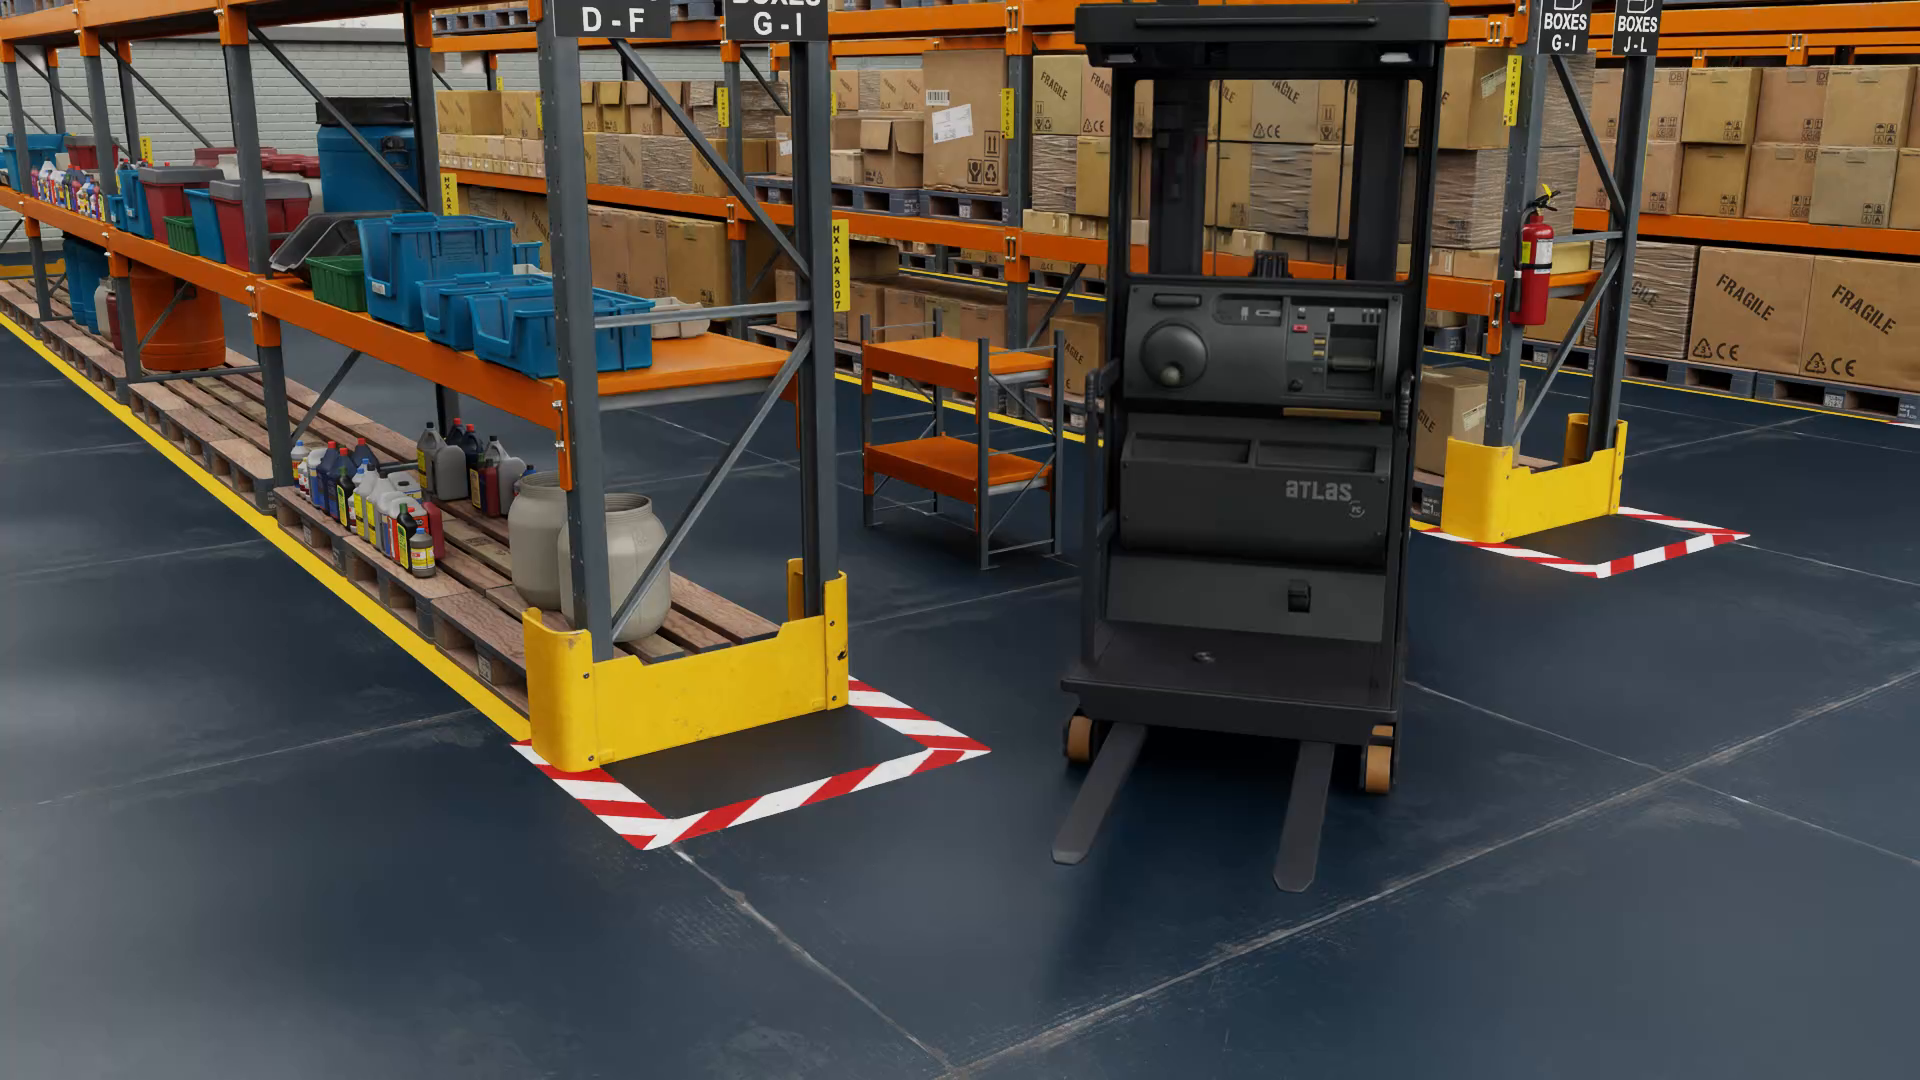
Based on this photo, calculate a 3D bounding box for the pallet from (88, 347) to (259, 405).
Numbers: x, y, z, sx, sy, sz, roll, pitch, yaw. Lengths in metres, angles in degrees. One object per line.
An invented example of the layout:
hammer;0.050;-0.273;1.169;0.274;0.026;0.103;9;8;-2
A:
pallet;-6.089;-1.290;12.888;1.003;0.211;1.213;-11;19;-35

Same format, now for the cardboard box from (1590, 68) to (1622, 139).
cardboard box;5.445;-3.545;13.518;0.875;0.550;0.550;-11;19;-35

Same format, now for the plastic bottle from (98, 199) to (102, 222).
plastic bottle;-6.228;-2.425;12.129;0.097;0.201;0.097;0;15;0

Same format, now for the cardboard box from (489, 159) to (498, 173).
cardboard box;-5.137;-4.263;18.946;0.380;0.149;0.250;-11;19;-35

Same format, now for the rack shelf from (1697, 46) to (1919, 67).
rack shelf;11.620;-6.224;21.314;1.077;0.370;4.000;-11;19;-35

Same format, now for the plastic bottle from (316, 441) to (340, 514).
plastic bottle;-3.101;-0.316;8.234;0.144;0.351;0.185;-10;18;-33

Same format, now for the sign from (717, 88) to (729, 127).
sign;-2.032;-3.713;14.267;0.100;0.325;0.005;-11;19;-35

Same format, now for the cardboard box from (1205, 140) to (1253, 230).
cardboard box;1.883;-2.157;10.022;0.875;0.500;0.500;-11;19;-35

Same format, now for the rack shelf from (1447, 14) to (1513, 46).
rack shelf;3.662;-4.663;15.610;1.077;0.370;4.000;-11;19;-35

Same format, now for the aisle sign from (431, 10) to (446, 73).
aisle sign;-6.574;-6.173;20.522;0.394;0.787;0.004;-11;19;-35

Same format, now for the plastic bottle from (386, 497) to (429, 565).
plastic bottle;-2.448;-0.045;7.385;0.152;0.276;0.135;-11;19;-34

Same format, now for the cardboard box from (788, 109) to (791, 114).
cardboard box;-2.177;-5.751;23.154;0.500;0.500;0.500;-10;18;-32

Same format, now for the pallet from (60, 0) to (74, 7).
pallet;-5.962;-4.007;12.210;1.003;0.211;1.213;-11;19;-35

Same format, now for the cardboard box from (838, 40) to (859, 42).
cardboard box;-1.246;-6.604;21.625;0.500;0.250;0.500;-11;19;-35

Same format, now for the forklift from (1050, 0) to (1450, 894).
forklift;0.981;-0.684;5.524;1.130;2.935;3.031;4;16;15

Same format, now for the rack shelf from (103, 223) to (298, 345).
rack shelf;-4.416;-1.699;10.463;1.077;0.370;4.000;-11;19;-35

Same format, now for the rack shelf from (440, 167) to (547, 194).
rack shelf;-5.113;-4.176;19.514;1.077;0.370;4.000;-11;19;-35

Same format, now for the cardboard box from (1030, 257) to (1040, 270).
cardboard box;0.986;-3.419;19.327;0.500;0.500;0.500;-10;18;-34

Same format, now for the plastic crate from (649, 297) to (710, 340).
plastic crate;-1.154;-0.878;6.603;0.298;0.136;0.250;-11;19;-35

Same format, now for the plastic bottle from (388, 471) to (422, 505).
plastic bottle;-2.635;-0.178;7.869;0.152;0.276;0.135;-11;19;-35

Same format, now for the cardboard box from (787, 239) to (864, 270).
cardboard box;-1.167;-2.471;14.405;0.500;0.250;0.500;-10;18;-32

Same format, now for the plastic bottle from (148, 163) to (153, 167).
plastic bottle;-6.535;-2.870;13.474;0.144;0.351;0.185;-11;19;-35

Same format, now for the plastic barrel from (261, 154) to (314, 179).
plastic barrel;-4.311;-2.172;10.571;0.433;0.535;0.433;0;15;0

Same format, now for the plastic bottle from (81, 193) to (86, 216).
plastic bottle;-6.649;-2.578;12.689;0.097;0.201;0.097;0;15;0

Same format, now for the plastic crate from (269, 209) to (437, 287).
plastic crate;-3.035;-1.457;8.335;0.767;0.338;0.504;-11;19;-35

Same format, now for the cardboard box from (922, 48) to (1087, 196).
cardboard box;0.413;-3.071;12.181;1.000;1.000;1.000;-11;19;-34

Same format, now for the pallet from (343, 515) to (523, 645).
pallet;-2.157;0.137;7.676;1.003;0.211;1.213;-11;19;-35

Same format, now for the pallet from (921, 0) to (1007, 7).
pallet;0.490;-3.892;11.788;1.213;0.211;1.003;-11;19;-35

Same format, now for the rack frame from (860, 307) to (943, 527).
rack frame;-0.303;-0.653;8.829;0.500;1.125;0.032;-11;19;-35

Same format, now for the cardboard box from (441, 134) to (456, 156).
cardboard box;-5.914;-4.767;20.030;0.500;0.250;0.500;-11;19;-35

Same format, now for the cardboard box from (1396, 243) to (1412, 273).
cardboard box;2.449;-1.540;8.996;0.380;0.149;0.250;-11;19;-35

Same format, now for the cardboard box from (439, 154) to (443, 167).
cardboard box;-6.195;-4.647;20.349;0.380;0.149;0.250;-11;19;-35

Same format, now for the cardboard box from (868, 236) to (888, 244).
cardboard box;-0.980;-3.923;21.833;0.380;0.149;0.250;-11;19;-35

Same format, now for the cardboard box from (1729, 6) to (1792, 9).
cardboard box;8.322;-5.605;17.179;0.500;0.250;0.500;-11;19;-36

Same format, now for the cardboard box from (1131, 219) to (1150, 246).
cardboard box;1.224;-1.957;10.522;0.380;0.149;0.250;-11;19;-35

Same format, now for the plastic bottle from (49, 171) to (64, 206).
plastic bottle;-7.435;-2.911;13.766;0.152;0.276;0.135;-11;19;-35

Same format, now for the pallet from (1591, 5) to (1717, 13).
pallet;5.311;-4.363;13.322;1.003;0.211;1.213;-11;19;-35

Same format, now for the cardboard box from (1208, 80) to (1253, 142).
cardboard box;1.717;-2.607;9.774;0.500;0.500;0.500;-11;19;-35

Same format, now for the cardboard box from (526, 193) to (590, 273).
cardboard box;-4.260;-3.427;18.644;0.875;0.875;0.875;-11;19;-35

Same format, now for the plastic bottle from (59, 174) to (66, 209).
plastic bottle;-7.195;-2.810;13.404;0.097;0.271;0.097;0;15;0

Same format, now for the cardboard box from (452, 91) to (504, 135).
cardboard box;-5.622;-5.022;19.542;0.500;0.500;0.500;-11;19;-36

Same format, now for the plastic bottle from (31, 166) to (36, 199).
plastic bottle;-8.073;-3.126;14.537;0.061;0.283;0.133;-11;19;-35

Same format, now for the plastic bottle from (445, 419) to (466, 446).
plastic bottle;-2.628;-0.460;8.760;0.144;0.351;0.185;-11;19;-36

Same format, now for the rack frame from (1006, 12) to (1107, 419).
rack frame;0.767;-2.387;11.617;1.000;3.000;0.127;-11;19;-35

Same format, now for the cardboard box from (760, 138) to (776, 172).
cardboard box;-1.651;-3.436;15.258;0.500;0.500;0.500;-10;18;-33

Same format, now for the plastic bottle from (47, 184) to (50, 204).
plastic bottle;-7.604;-2.924;13.955;0.097;0.201;0.097;0;15;0

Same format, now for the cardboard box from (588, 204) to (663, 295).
cardboard box;-3.019;-2.949;16.899;1.225;0.875;0.875;-12;19;-36

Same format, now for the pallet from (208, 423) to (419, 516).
pallet;-3.733;-0.435;9.767;1.003;0.211;1.213;-11;19;-35

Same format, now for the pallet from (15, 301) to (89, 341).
pallet;-8.407;-2.133;15.969;1.003;0.211;1.213;-11;19;-35

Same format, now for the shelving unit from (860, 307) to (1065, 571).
shelving unit;-0.004;-0.544;8.433;0.538;1.125;1.048;-11;19;-35

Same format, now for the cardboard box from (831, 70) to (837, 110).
cardboard box;-1.579;-6.014;22.219;0.500;0.500;0.500;-11;19;-36

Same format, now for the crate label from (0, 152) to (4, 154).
crate label;-10.416;-4.025;17.805;0.416;0.233;0.303;-11;19;-35

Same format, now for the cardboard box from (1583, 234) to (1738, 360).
cardboard box;5.684;-1.976;13.344;0.875;0.875;0.875;-11;19;-34

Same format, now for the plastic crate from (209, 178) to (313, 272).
plastic crate;-3.772;-1.705;9.004;0.402;0.464;0.583;-11;19;-35

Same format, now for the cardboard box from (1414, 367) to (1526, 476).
cardboard box;2.765;-0.666;9.267;0.500;0.500;0.500;-7;17;-24

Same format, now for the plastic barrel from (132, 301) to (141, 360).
plastic barrel;-6.297;-1.684;12.963;0.421;0.512;0.421;0;15;0
